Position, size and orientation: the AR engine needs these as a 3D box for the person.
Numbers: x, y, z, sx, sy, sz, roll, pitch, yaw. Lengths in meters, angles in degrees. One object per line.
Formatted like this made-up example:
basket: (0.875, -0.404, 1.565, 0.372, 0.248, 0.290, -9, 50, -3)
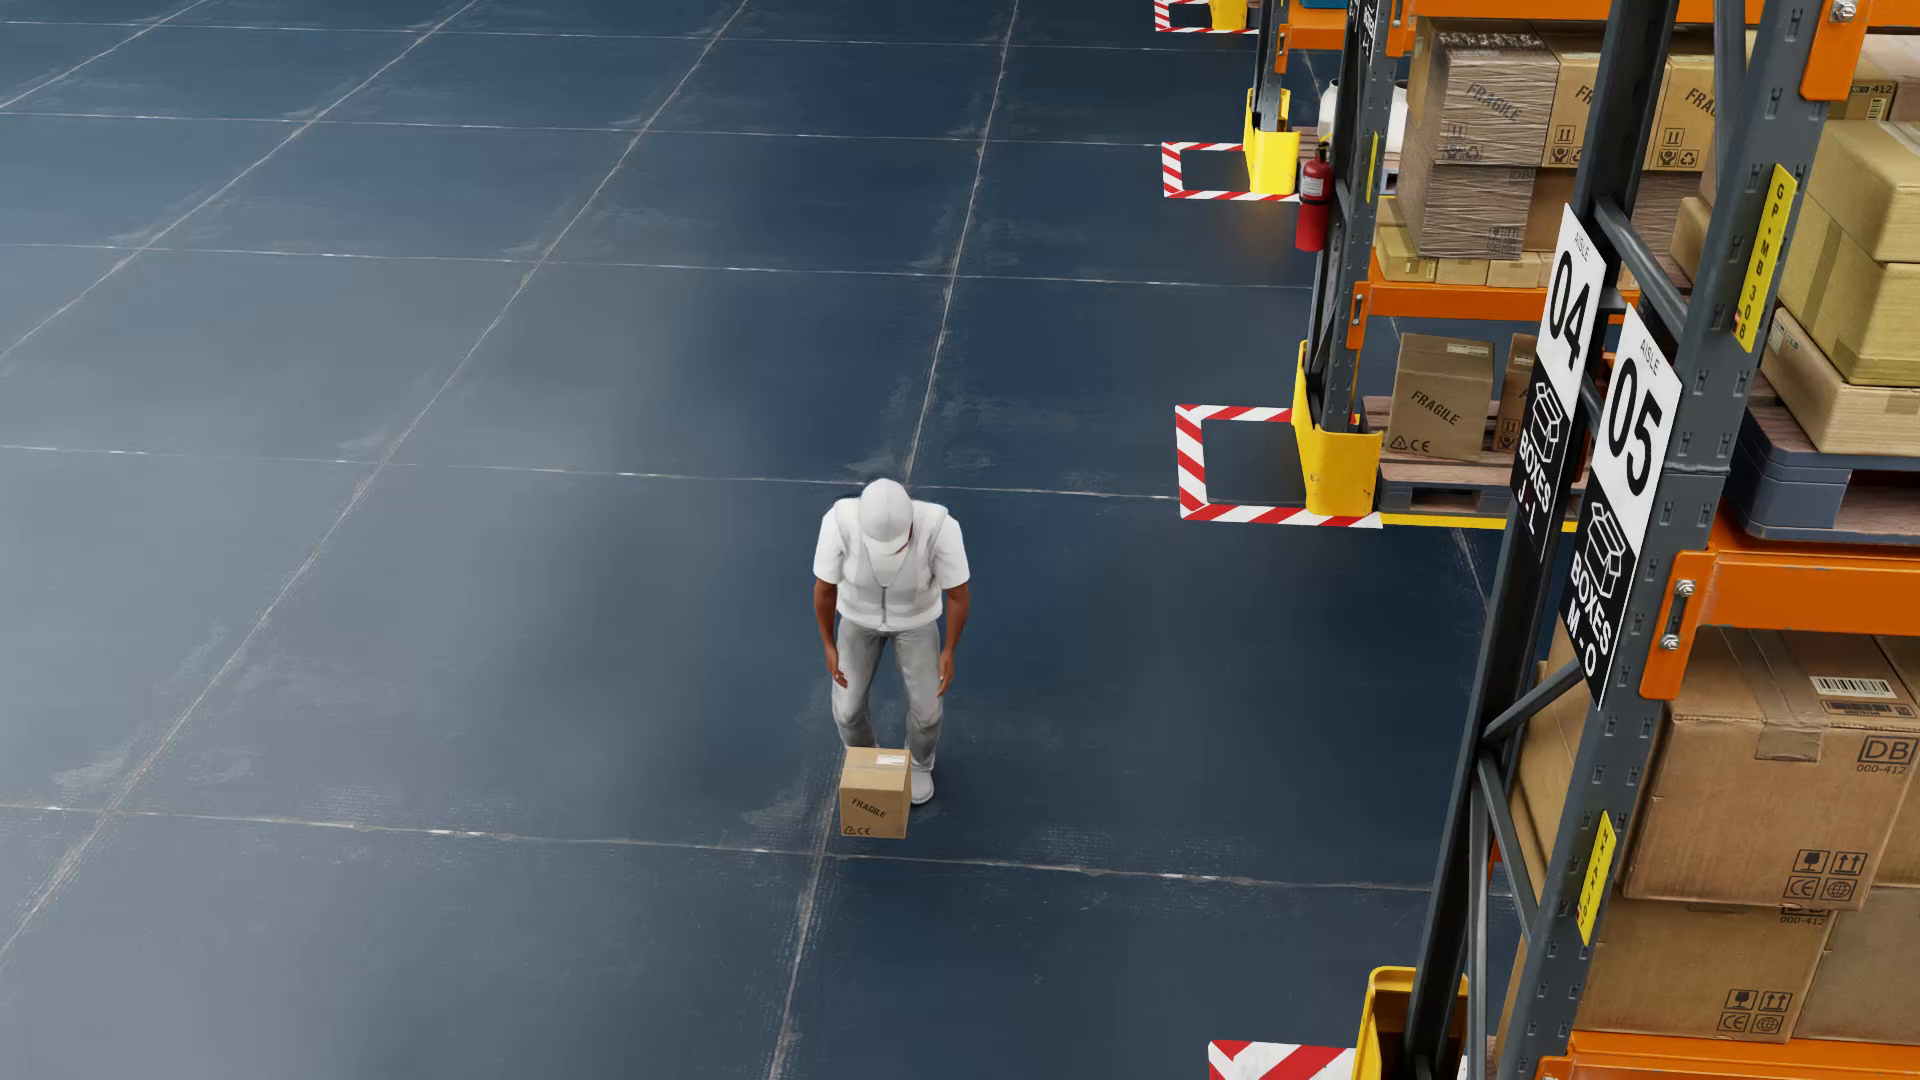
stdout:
person: (-0.265, 0.368, 6.688, 0.620, 1.591, 0.622, 3, 32, 5)
